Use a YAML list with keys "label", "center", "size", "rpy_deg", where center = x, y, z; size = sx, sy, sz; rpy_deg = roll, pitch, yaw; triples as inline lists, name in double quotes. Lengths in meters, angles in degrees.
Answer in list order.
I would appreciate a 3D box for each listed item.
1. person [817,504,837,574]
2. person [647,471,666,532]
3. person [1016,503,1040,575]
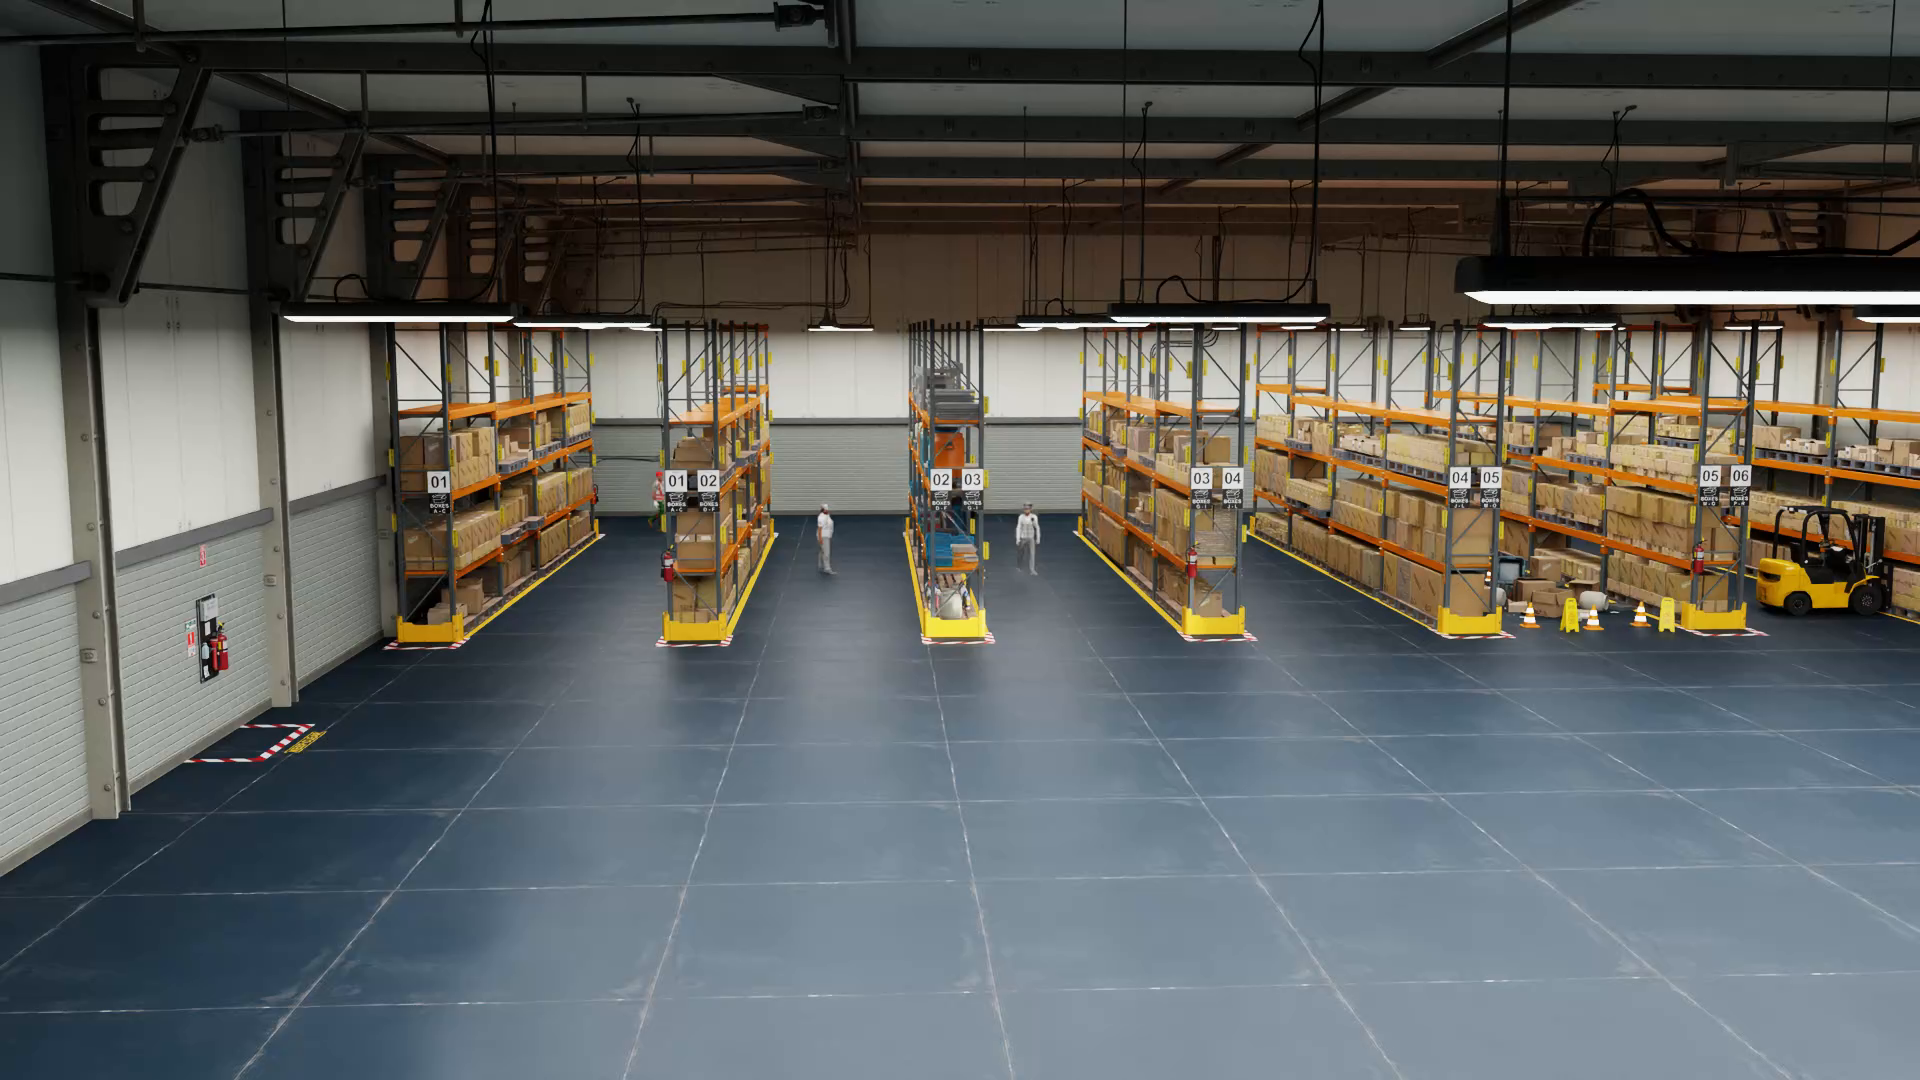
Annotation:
- label: "person"
  center: [-3.193, -0.036, 40.061]
  size: [0.505, 1.688, 0.523]
  rpy_deg: [1, 7, 9]
- label: "person"
  center: [-8.782, -1.128, 48.245]
  size: [0.648, 1.758, 0.599]
  rpy_deg: [0, 7, 0]
- label: "person"
  center: [1.556, -0.031, 37.669]
  size: [0.584, 1.618, 0.966]
  rpy_deg: [-1, 7, -10]
